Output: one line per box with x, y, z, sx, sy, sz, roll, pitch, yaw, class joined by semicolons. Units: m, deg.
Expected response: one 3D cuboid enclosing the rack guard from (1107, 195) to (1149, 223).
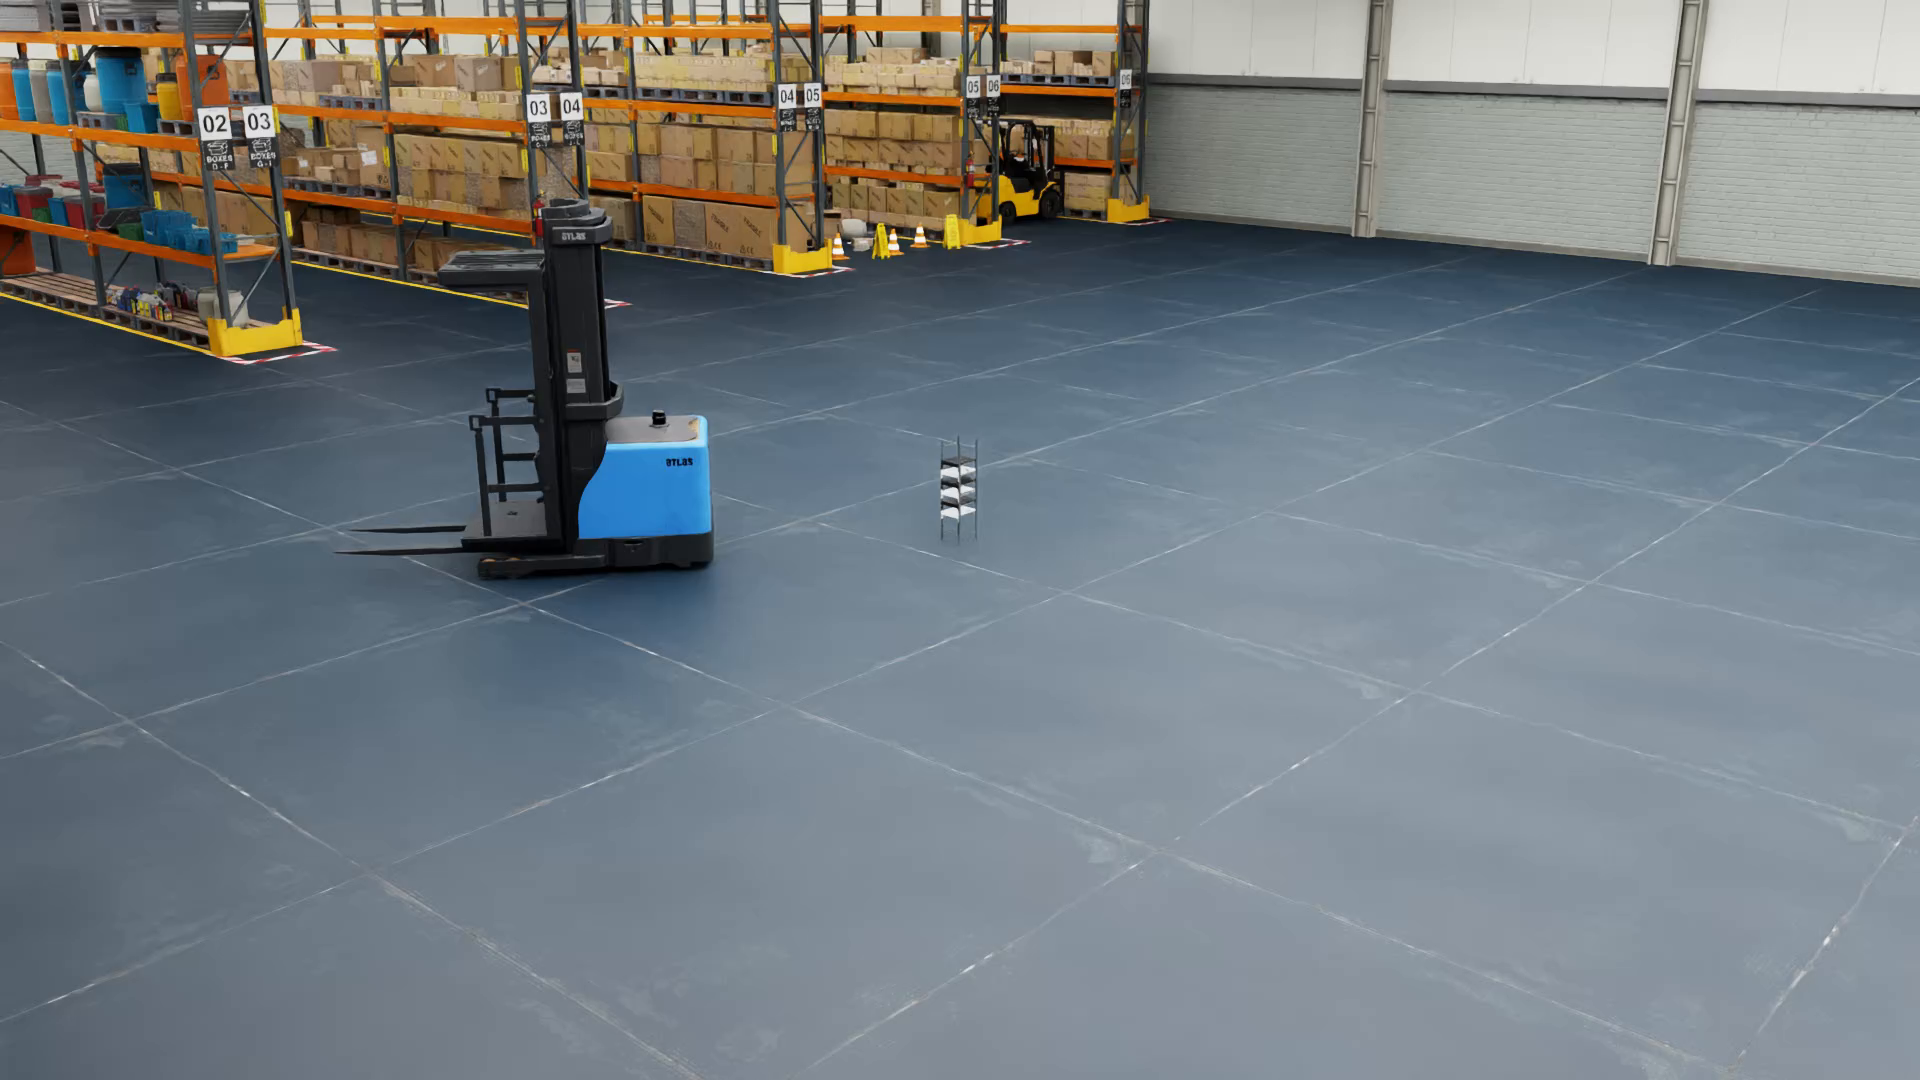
3.712;-7.310;36.648;0.348;0.500;1.175;15;23;39;rack guard

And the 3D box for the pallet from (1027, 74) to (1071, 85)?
2.266;-10.287;37.083;1.213;0.211;1.003;15;23;39;pallet

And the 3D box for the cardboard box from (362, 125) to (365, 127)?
-13.091;-9.079;37.433;0.500;0.500;0.500;15;23;39;cardboard box

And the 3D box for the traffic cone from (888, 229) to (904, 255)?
-1.258;-5.649;31.474;0.334;0.463;0.336;15;23;39;traffic cone

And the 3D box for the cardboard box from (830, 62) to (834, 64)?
-3.075;-11.793;41.270;0.250;0.149;0.380;16;23;40;cardboard box

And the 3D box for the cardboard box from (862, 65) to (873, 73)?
-1.767;-9.541;33.683;0.250;0.149;0.380;14;22;37;cardboard box

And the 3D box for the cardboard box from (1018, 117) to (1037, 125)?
1.533;-9.475;37.608;0.250;0.149;0.380;15;23;38;cardboard box

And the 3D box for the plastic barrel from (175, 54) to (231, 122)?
-9.911;-5.924;21.783;0.708;0.830;0.600;15;23;39;plastic barrel

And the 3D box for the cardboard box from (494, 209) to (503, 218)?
-7.110;-5.174;26.200;0.250;0.149;0.380;15;23;39;cardboard box

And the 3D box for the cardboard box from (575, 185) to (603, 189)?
-8.971;-8.922;41.134;0.875;0.438;0.875;15;23;38;cardboard box

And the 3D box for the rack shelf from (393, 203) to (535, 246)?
-7.671;-5.200;27.054;4.000;0.370;1.077;15;23;39;rack shelf

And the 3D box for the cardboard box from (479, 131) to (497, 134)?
-9.992;-8.613;35.358;0.250;0.149;0.380;16;24;41;cardboard box

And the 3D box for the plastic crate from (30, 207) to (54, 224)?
-13.945;-5.008;25.612;0.662;0.188;0.450;15;23;39;plastic crate

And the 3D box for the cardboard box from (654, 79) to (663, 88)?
-5.372;-8.352;30.394;0.250;0.149;0.380;15;23;39;cardboard box

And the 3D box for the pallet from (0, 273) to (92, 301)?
-14.893;-4.133;27.114;1.213;0.211;1.003;15;23;39;pallet

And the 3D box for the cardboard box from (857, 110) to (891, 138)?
-1.679;-8.500;33.955;0.500;0.500;0.700;14;23;38;cardboard box

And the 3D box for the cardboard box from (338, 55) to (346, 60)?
-13.772;-10.848;37.466;0.250;0.149;0.380;16;24;41;cardboard box

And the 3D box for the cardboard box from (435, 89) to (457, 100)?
-8.128;-7.104;26.495;0.250;0.149;0.380;14;23;38;cardboard box

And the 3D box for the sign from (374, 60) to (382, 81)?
-9.533;-7.682;27.221;0.005;0.325;0.100;15;23;39;sign

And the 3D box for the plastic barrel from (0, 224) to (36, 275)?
-15.824;-4.887;27.772;0.708;0.830;0.600;15;23;39;plastic barrel

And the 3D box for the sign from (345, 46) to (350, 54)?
-14.391;-11.429;39.070;0.005;0.325;0.100;15;23;39;sign

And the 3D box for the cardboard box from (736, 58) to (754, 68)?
-3.662;-8.273;28.829;0.250;0.149;0.380;16;23;40;cardboard box

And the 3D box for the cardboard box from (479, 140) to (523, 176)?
-7.129;-5.960;25.952;0.500;0.500;0.500;15;23;39;cardboard box

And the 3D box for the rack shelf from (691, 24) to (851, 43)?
-4.085;-10.914;35.802;4.000;0.370;1.077;15;23;39;rack shelf

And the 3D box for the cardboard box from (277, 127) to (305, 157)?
-12.695;-7.423;31.048;0.637;0.503;0.797;16;24;41;cardboard box

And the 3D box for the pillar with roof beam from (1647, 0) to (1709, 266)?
9.890;-8.326;25.800;0.400;9.000;9.100;15;23;39;pillar with roof beam

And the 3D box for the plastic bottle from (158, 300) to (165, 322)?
-11.227;-3.224;23.403;0.133;0.283;0.061;16;23;41;plastic bottle

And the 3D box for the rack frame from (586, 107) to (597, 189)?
-8.573;-9.792;40.336;0.127;3.000;1.000;15;23;39;rack frame

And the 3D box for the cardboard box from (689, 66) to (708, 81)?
-4.484;-8.329;29.662;0.500;0.250;0.500;15;23;40;cardboard box

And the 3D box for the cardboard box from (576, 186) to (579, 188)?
-8.395;-6.834;34.040;0.750;0.750;1.050;15;23;39;cardboard box

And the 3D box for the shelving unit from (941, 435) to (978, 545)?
-0.006;-0.431;14.309;0.210;0.900;0.258;15;23;39;shelving unit

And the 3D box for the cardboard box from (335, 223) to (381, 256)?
-10.793;-5.415;29.947;0.700;0.500;0.500;-16;24;-41;cardboard box

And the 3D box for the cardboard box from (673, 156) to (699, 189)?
-4.763;-6.806;30.677;0.550;0.550;0.875;15;23;39;cardboard box

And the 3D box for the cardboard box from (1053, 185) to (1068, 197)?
2.355;-7.864;37.284;0.500;0.250;0.500;14;23;38;cardboard box

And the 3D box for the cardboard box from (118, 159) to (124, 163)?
-17.326;-7.882;34.732;0.250;0.149;0.380;14;23;38;cardboard box

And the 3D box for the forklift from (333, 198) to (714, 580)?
-3.597;-1.247;13.525;3.031;2.935;1.130;-2;18;-7;forklift

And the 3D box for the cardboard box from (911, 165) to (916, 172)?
-0.771;-7.500;33.529;0.250;0.149;0.380;15;23;40;cardboard box

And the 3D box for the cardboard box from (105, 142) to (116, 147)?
-17.589;-8.523;34.854;0.500;0.500;0.500;14;23;38;cardboard box

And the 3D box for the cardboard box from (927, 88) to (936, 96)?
-0.434;-8.805;32.681;0.250;0.149;0.380;16;24;41;cardboard box

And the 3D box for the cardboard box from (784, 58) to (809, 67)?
-2.846;-8.320;28.975;0.250;0.149;0.380;15;23;40;cardboard box

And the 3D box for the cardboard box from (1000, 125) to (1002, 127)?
0.961;-9.492;38.151;0.250;0.149;0.380;16;23;41;cardboard box

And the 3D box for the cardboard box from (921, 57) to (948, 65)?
-0.575;-11.189;39.067;0.500;0.311;0.500;14;22;37;cardboard box

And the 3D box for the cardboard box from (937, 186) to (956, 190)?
-0.429;-6.963;34.033;0.500;0.500;0.500;14;22;37;cardboard box

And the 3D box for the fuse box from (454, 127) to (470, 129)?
-14.294;-11.554;48.018;0.414;1.711;0.539;15;23;39;fuse box

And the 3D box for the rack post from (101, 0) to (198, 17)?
-10.933;-7.226;22.456;0.954;0.300;0.937;14;23;38;rack post

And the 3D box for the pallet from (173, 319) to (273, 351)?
-10.155;-2.860;23.103;1.213;0.211;1.003;15;23;39;pallet

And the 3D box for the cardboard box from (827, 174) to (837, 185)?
-3.115;-9.261;42.100;0.500;0.500;0.500;15;23;38;cardboard box

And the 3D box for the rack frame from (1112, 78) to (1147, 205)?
3.694;-8.507;36.285;0.127;3.000;1.000;15;23;39;rack frame
